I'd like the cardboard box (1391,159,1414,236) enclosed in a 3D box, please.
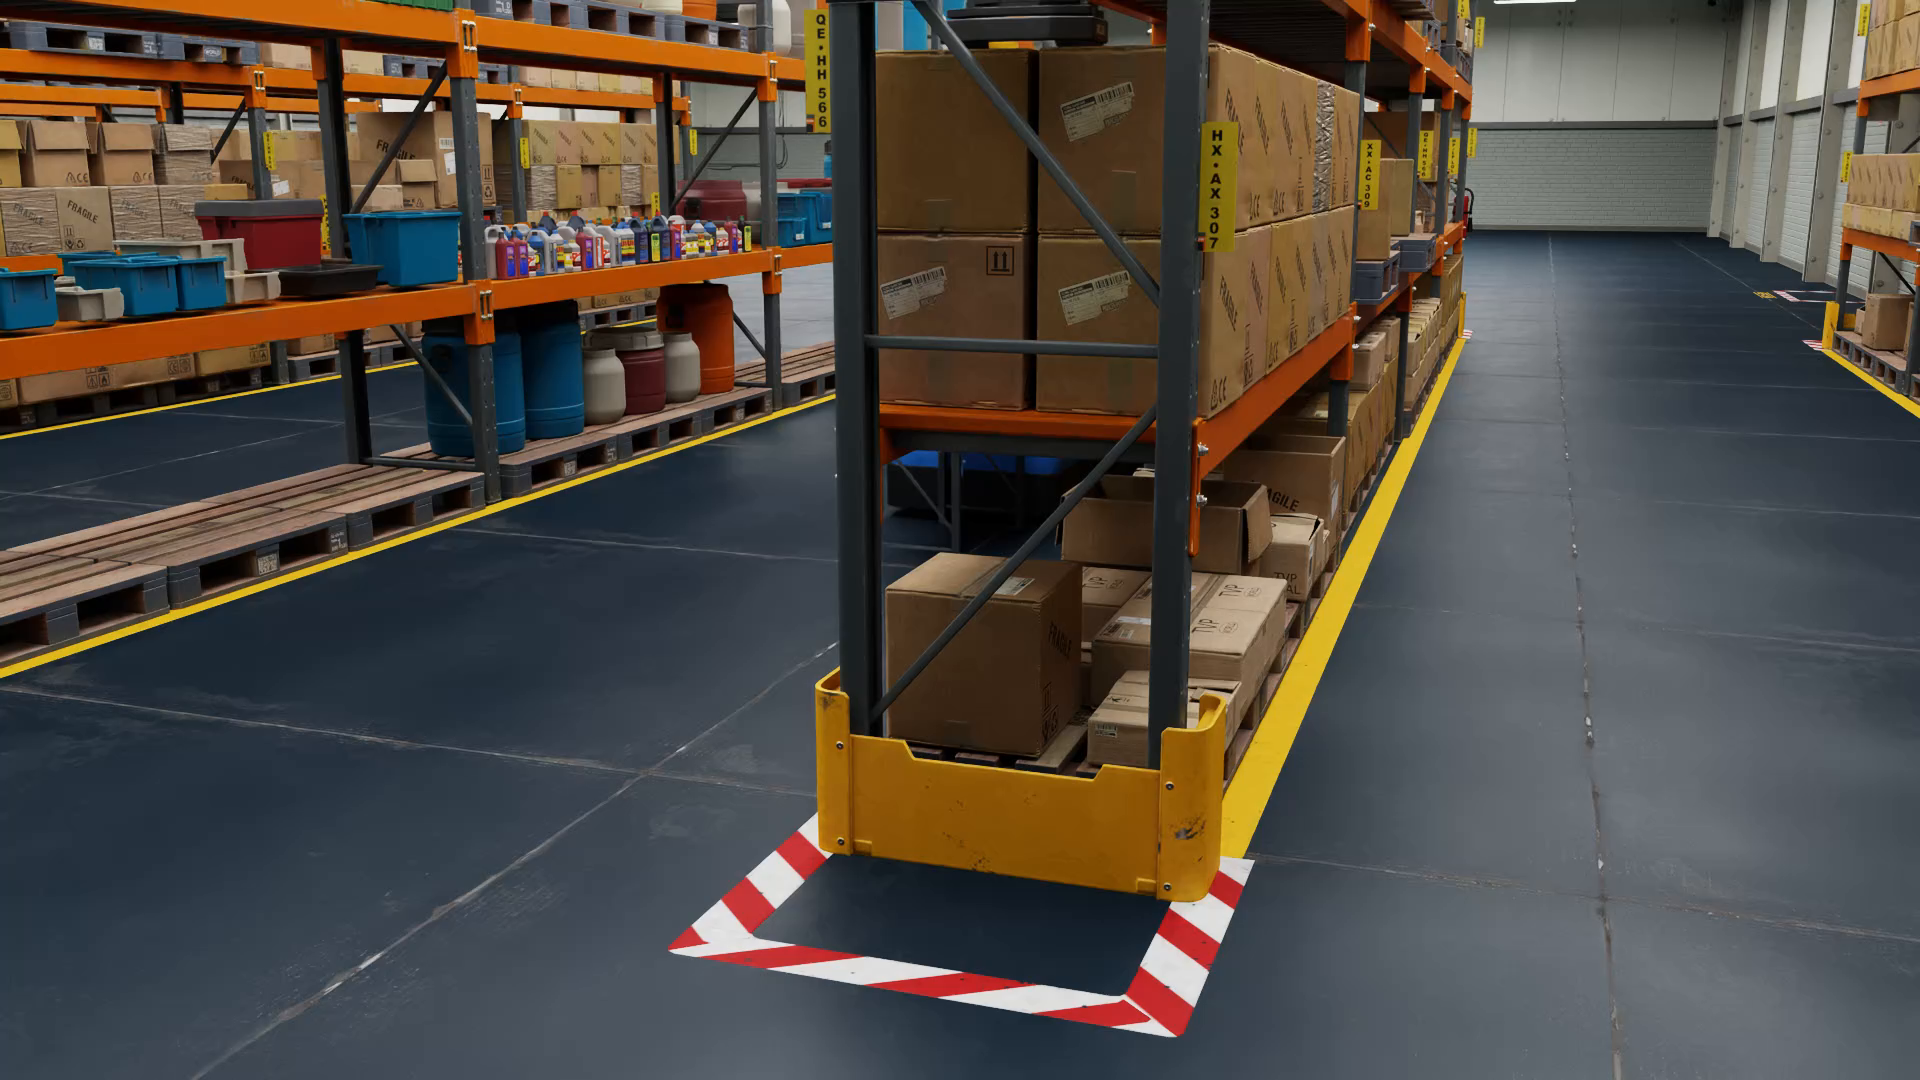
[{"bbox_3d":[2.634,-2.315,11.223,0.700,0.500,0.500,0,13,-1],"label":"cardboard box"}]

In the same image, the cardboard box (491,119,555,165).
[{"bbox_3d":[-4.961,-4.516,18.895,0.500,0.500,0.500,4,14,18],"label":"cardboard box"}]

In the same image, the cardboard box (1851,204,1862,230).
[{"bbox_3d":[9.395,-3.277,16.899,0.500,0.250,0.500,4,13,17],"label":"cardboard box"}]

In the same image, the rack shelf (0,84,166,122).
[{"bbox_3d":[-10.655,-4.828,18.274,1.077,0.370,4.000,4,14,18],"label":"rack shelf"}]

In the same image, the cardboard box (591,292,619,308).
[{"bbox_3d":[-4.653,-3.198,20.932,0.500,0.500,0.500,6,14,24],"label":"cardboard box"}]

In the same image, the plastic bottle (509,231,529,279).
[{"bbox_3d":[-2.684,-1.735,10.113,0.061,0.283,0.133,4,14,18],"label":"plastic bottle"}]

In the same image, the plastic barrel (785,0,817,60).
[{"bbox_3d":[-1.484,-4.424,13.763,0.600,0.901,0.600,0,13,0],"label":"plastic barrel"}]

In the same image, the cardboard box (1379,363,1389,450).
[{"bbox_3d":[2.482,-0.876,10.712,0.500,0.500,0.500,4,13,16],"label":"cardboard box"}]

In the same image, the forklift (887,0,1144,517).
[{"bbox_3d":[0.564,-1.833,10.433,1.130,2.935,3.031,5,14,20],"label":"forklift"}]

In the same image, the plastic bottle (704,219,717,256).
[{"bbox_3d":[-1.875,-2.269,12.476,0.097,0.271,0.097,0,13,0],"label":"plastic bottle"}]

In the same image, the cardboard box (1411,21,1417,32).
[{"bbox_3d":[2.456,-3.512,10.669,0.910,0.500,0.500,4,14,18],"label":"cardboard box"}]

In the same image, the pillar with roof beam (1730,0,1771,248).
[{"bbox_3d":[14.291,-11.609,39.629,9.100,9.000,0.400,4,14,18],"label":"pillar with roof beam"}]

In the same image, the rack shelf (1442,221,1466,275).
[{"bbox_3d":[4.672,-3.115,17.512,1.077,0.370,4.000,4,14,18],"label":"rack shelf"}]

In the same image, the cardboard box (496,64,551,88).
[{"bbox_3d":[-4.959,-5.224,18.733,0.500,0.250,0.500,4,13,16],"label":"cardboard box"}]

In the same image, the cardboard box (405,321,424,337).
[{"bbox_3d":[-5.919,-2.410,17.435,0.700,0.500,0.500,3,13,14],"label":"cardboard box"}]

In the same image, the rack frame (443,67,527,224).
[{"bbox_3d":[-5.347,-3.759,18.715,1.000,3.000,0.127,4,14,18],"label":"rack frame"}]

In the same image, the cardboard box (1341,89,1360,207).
[{"bbox_3d":[1.518,-1.771,7.537,0.500,0.500,0.500,4,14,19],"label":"cardboard box"}]

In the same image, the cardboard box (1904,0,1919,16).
[{"bbox_3d":[8.945,-5.049,15.111,0.500,0.500,0.500,4,13,16],"label":"cardboard box"}]

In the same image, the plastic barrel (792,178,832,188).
[{"bbox_3d":[-1.415,-3.128,15.648,0.433,0.535,0.433,0,13,0],"label":"plastic barrel"}]

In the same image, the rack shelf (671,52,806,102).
[{"bbox_3d":[-1.308,-4.093,15.054,1.077,0.370,4.000,4,14,18],"label":"rack shelf"}]

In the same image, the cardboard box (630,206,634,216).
[{"bbox_3d":[-4.339,-4.139,20.947,0.380,0.149,0.250,4,14,18],"label":"cardboard box"}]

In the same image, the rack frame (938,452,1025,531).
[{"bbox_3d":[0.117,-0.806,9.148,0.500,1.500,0.032,5,14,20],"label":"rack frame"}]

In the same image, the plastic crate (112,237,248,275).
[{"bbox_3d":[-3.918,-1.381,8.429,0.437,0.282,0.530,4,14,18],"label":"plastic crate"}]

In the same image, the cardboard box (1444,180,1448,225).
[{"bbox_3d":[4.991,-3.727,18.353,0.700,0.500,0.500,5,14,20],"label":"cardboard box"}]

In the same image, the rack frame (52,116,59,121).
[{"bbox_3d":[-13.430,-5.314,25.531,1.000,3.000,0.127,4,14,18],"label":"rack frame"}]

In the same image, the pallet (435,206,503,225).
[{"bbox_3d":[-5.732,-3.515,18.078,1.003,0.211,1.213,4,14,18],"label":"pallet"}]

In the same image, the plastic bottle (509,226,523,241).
[{"bbox_3d":[-2.979,-1.968,11.157,0.097,0.271,0.097,0,13,0],"label":"plastic bottle"}]

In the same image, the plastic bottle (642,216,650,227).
[{"bbox_3d":[-2.464,-2.407,13.082,0.097,0.271,0.097,0,13,0],"label":"plastic bottle"}]

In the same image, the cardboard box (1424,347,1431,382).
[{"bbox_3d":[3.669,-1.480,13.965,0.500,0.250,0.500,5,14,20],"label":"cardboard box"}]

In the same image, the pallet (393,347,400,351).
[{"bbox_3d":[-5.598,-2.235,18.307,1.003,0.211,1.213,4,14,18],"label":"pallet"}]

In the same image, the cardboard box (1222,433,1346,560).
[{"bbox_3d":[1.521,-0.216,7.821,0.500,0.500,0.500,4,14,18],"label":"cardboard box"}]

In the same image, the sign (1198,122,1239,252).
[{"bbox_3d":[0.656,-0.901,4.250,0.100,0.325,0.005,4,14,18],"label":"sign"}]

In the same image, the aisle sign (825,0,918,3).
[{"bbox_3d":[-0.170,-1.793,4.262,0.394,0.787,0.004,4,14,18],"label":"aisle sign"}]

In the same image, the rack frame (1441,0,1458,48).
[{"bbox_3d":[4.025,-5.970,14.919,1.000,3.000,0.127,4,14,18],"label":"rack frame"}]

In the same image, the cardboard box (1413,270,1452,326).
[{"bbox_3d":[4.471,-2.350,16.092,0.500,0.500,0.500,4,14,18],"label":"cardboard box"}]

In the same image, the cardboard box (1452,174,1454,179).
[{"bbox_3d":[5.376,-4.158,18.781,0.380,0.149,0.250,4,13,17],"label":"cardboard box"}]

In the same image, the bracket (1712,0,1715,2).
[{"bbox_3d":[20.680,-14.805,45.542,0.076,0.066,3.189,4,14,18],"label":"bracket"}]

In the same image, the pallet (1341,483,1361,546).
[{"bbox_3d":[1.664,-0.175,9.280,1.003,0.211,1.213,4,14,18],"label":"pallet"}]

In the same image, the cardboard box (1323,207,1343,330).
[{"bbox_3d":[1.352,-1.177,7.178,0.500,0.500,0.500,5,14,20],"label":"cardboard box"}]

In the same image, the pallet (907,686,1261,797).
[{"bbox_3d":[0.424,0.658,5.633,1.003,0.211,1.213,4,14,18],"label":"pallet"}]

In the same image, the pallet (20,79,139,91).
[{"bbox_3d":[-10.258,-5.310,19.199,0.805,0.209,1.217,4,13,16],"label":"pallet"}]

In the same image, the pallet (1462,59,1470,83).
[{"bbox_3d":[5.066,-5.159,18.309,1.003,0.211,1.213,4,14,18],"label":"pallet"}]

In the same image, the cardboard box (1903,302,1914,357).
[{"bbox_3d":[9.011,-1.906,15.227,0.500,0.500,0.500,3,13,14],"label":"cardboard box"}]

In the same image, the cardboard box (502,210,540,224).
[{"bbox_3d":[-4.993,-3.660,18.847,0.380,0.149,0.250,4,14,18],"label":"cardboard box"}]

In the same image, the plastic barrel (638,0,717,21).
[{"bbox_3d":[-2.142,-4.317,12.512,0.600,0.830,0.708,4,14,18],"label":"plastic barrel"}]

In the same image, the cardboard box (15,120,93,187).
[{"bbox_3d":[-7.318,-3.023,13.012,0.797,0.503,0.637,5,14,20],"label":"cardboard box"}]

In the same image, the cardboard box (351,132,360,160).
[{"bbox_3d":[-8.870,-5.504,23.596,0.875,0.550,0.550,4,14,18],"label":"cardboard box"}]

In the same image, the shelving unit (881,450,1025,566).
[{"bbox_3d":[-0.058,-0.700,8.682,0.538,1.500,1.048,5,14,20],"label":"shelving unit"}]

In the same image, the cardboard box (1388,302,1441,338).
[{"bbox_3d":[4.003,-1.966,14.838,0.500,0.311,0.500,5,14,20],"label":"cardboard box"}]

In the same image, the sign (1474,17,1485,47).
[{"bbox_3d":[5.828,-5.700,18.669,0.100,0.325,0.005,4,14,18],"label":"sign"}]

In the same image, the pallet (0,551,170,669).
[{"bbox_3d":[-4.240,0.313,7.142,1.003,0.211,1.213,4,14,18],"label":"pallet"}]

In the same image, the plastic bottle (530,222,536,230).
[{"bbox_3d":[-2.996,-2.079,11.620,0.061,0.283,0.133,4,14,18],"label":"plastic bottle"}]
